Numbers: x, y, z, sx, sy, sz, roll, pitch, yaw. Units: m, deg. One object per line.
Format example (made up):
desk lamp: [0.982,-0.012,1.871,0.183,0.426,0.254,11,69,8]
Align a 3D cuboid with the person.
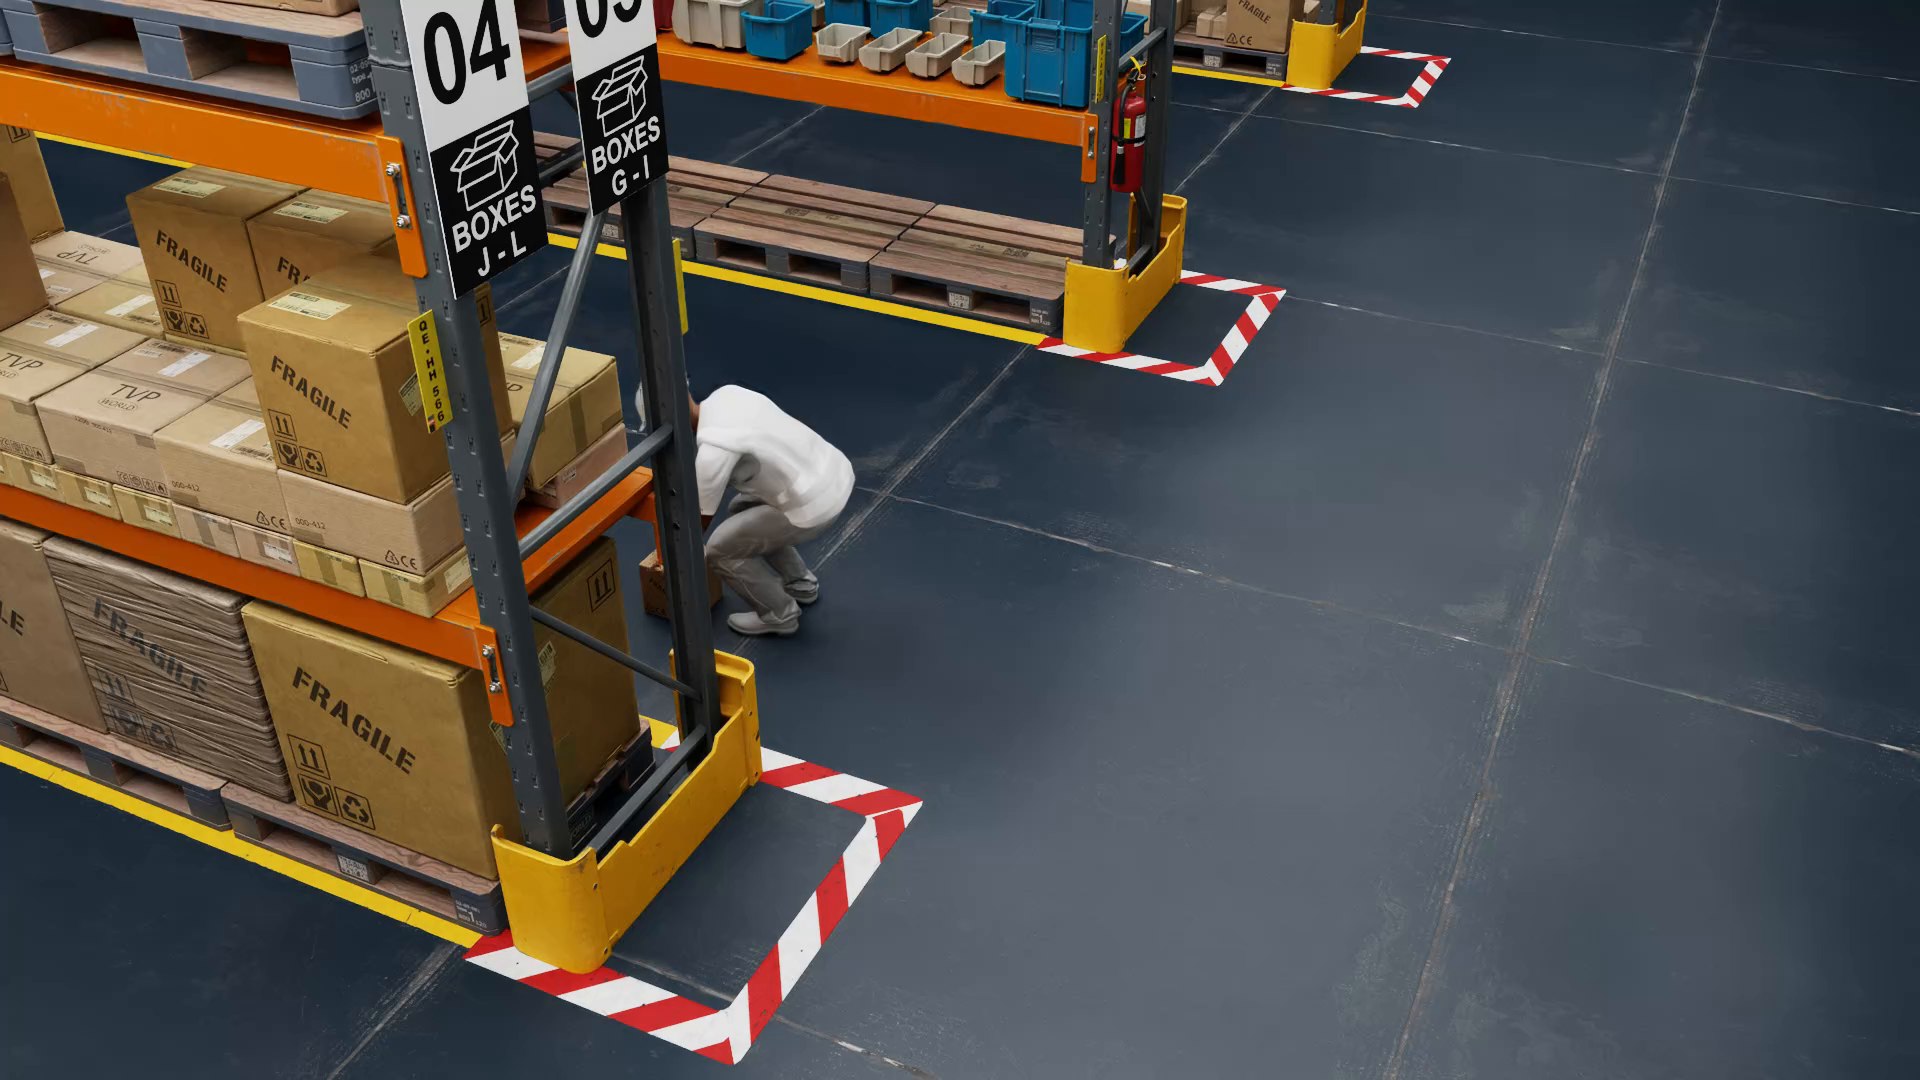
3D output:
person: [-0.877,-0.151,6.893,0.855,1.167,0.615,5,34,8]
